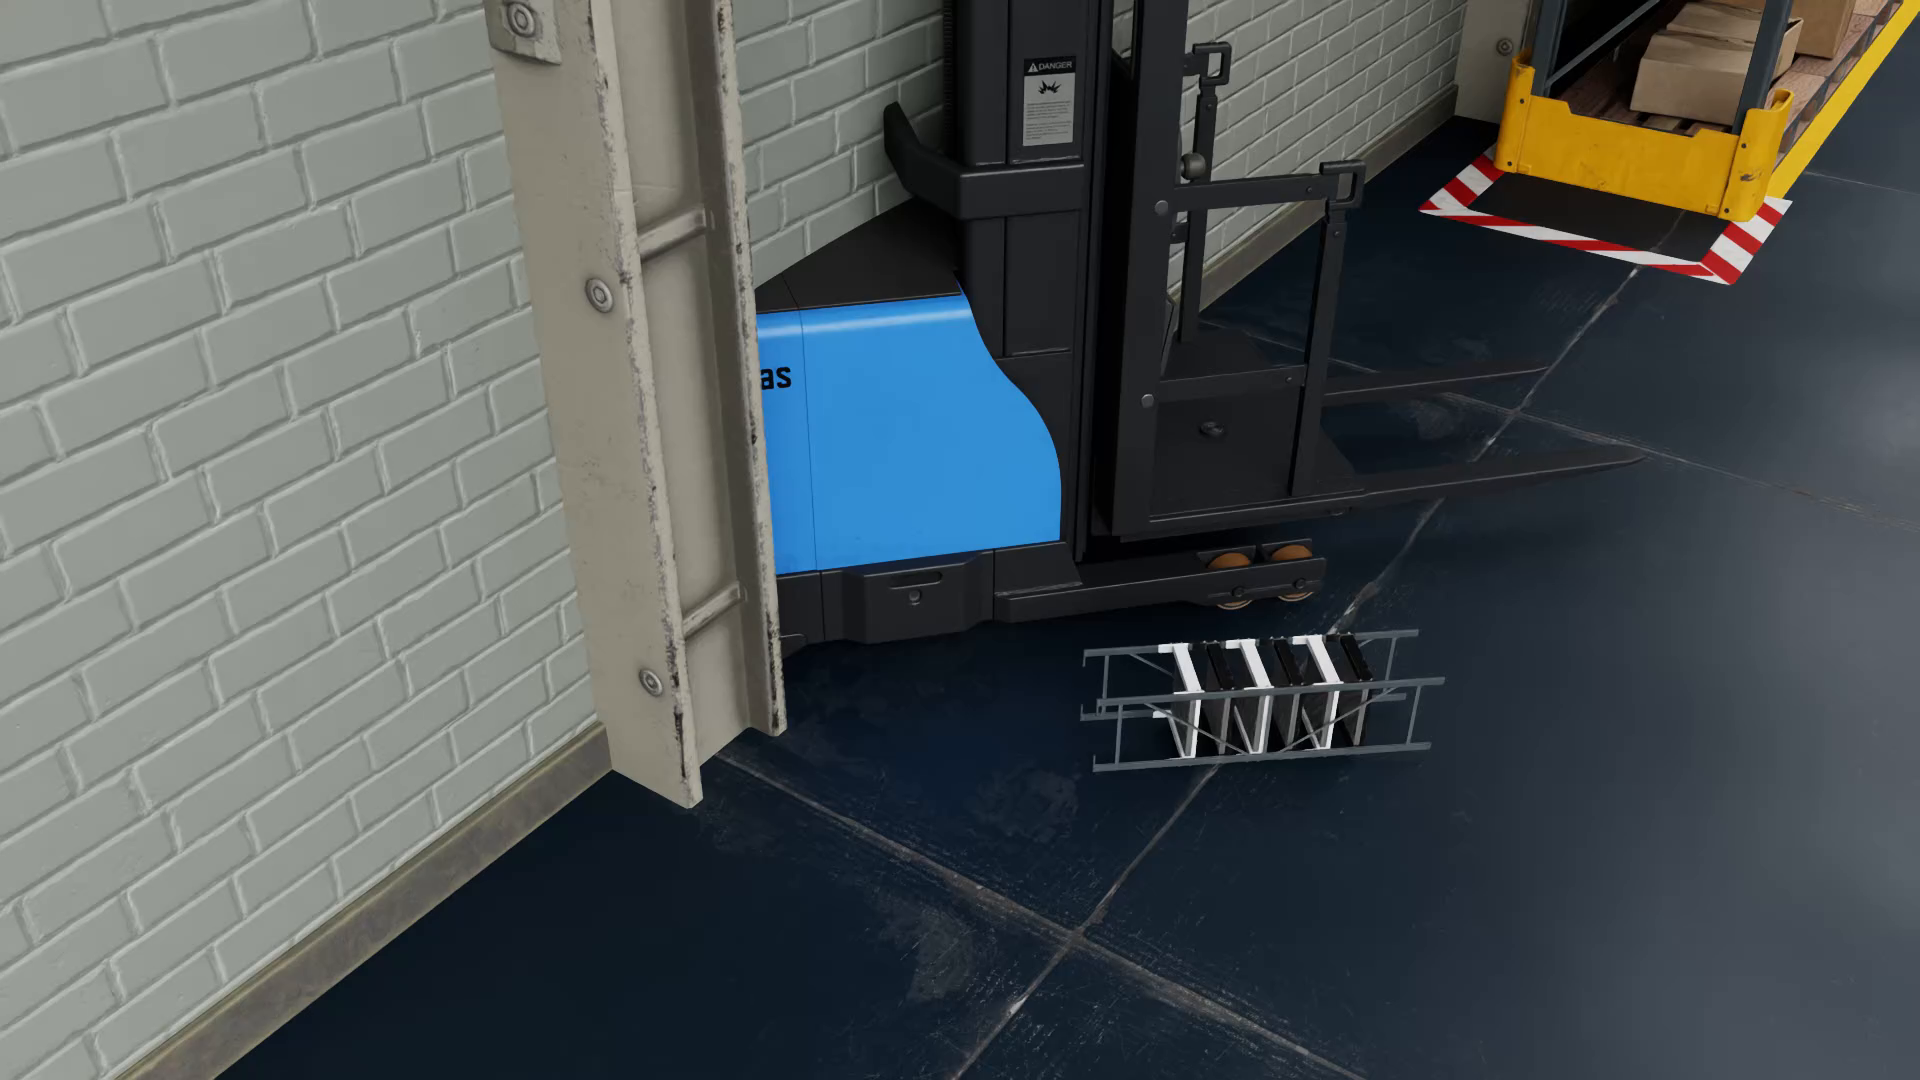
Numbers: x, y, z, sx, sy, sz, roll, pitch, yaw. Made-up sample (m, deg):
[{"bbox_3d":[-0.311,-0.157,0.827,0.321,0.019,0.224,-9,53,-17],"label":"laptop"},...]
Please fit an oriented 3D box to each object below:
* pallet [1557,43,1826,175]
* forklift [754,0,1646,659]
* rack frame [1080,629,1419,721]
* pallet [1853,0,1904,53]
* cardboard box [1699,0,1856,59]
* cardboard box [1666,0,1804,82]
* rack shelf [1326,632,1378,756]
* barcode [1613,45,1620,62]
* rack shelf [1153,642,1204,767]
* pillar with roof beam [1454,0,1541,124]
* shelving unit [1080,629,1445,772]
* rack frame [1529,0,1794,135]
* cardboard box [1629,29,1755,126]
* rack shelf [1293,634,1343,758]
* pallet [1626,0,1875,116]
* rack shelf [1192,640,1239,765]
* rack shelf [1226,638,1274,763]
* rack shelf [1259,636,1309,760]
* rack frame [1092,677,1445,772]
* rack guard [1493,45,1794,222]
[{"bbox_3d":[3.566,-2.102,8.169,1.003,0.211,1.213,21,39,28],"label":"pallet"},{"bbox_3d":[0.613,-1.290,4.541,3.031,2.935,1.130,-7,35,-10],"label":"forklift"},{"bbox_3d":[0.772,0.362,4.452,0.900,0.240,0.006,-3,34,-5],"label":"rack frame"},{"bbox_3d":[4.957,-3.224,9.830,1.003,0.211,1.213,21,39,28],"label":"pallet"},{"bbox_3d":[4.283,-2.880,8.669,0.700,0.500,0.500,19,38,25],"label":"cardboard box"},{"bbox_3d":[3.824,-2.480,8.247,0.500,0.311,0.500,25,41,32],"label":"cardboard box"},{"bbox_3d":[1.017,0.406,4.387,0.077,0.258,0.200,-3,34,-5],"label":"rack shelf"},{"bbox_3d":[3.180,-2.357,8.057,0.001,0.075,0.075,21,39,28],"label":"barcode"},{"bbox_3d":[0.569,0.431,4.350,0.077,0.258,0.200,-3,34,-5],"label":"rack shelf"},{"bbox_3d":[6.255,-4.568,3.971,9.100,9.000,0.400,21,39,28],"label":"pillar with roof beam"},{"bbox_3d":[0.782,0.419,4.368,0.900,0.258,0.210,-3,34,-5],"label":"shelving unit"},{"bbox_3d":[3.030,-2.859,6.800,1.000,3.000,0.127,21,39,28],"label":"rack frame"},{"bbox_3d":[3.499,-2.217,7.859,0.500,0.311,0.500,17,37,23],"label":"cardboard box"},{"bbox_3d":[0.928,0.411,4.380,0.077,0.258,0.200,-3,34,-5],"label":"rack shelf"},{"bbox_3d":[4.262,-2.661,8.996,1.003,0.211,1.213,21,39,28],"label":"pallet"},{"bbox_3d":[0.659,0.426,4.358,0.077,0.258,0.200,-3,34,-5],"label":"rack shelf"},{"bbox_3d":[0.748,0.421,4.365,0.077,0.258,0.200,-3,34,-5],"label":"rack shelf"},{"bbox_3d":[0.838,0.416,4.373,0.077,0.258,0.200,-3,34,-5],"label":"rack shelf"},{"bbox_3d":[0.792,0.476,4.284,0.900,0.240,0.006,-3,34,-5],"label":"rack frame"},{"bbox_3d":[3.074,-1.859,7.552,1.175,0.500,0.348,21,39,28],"label":"rack guard"}]
